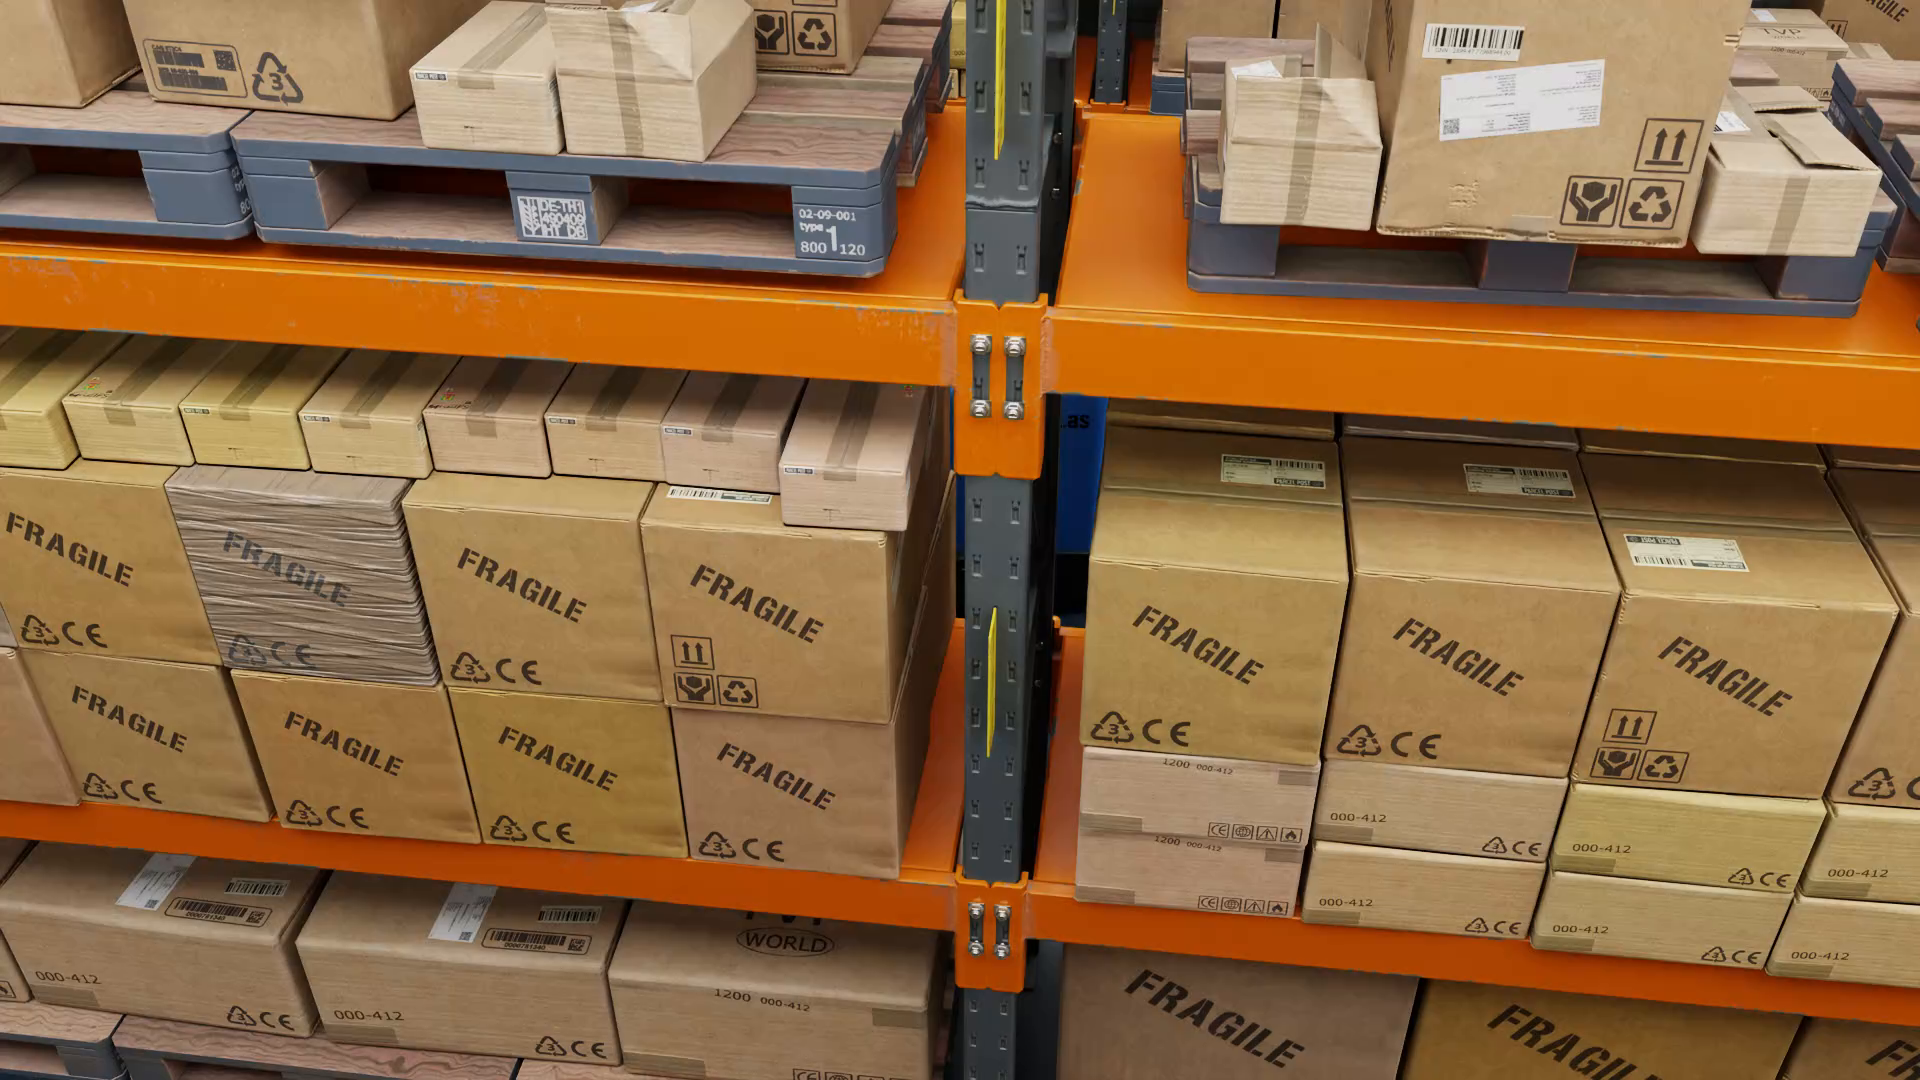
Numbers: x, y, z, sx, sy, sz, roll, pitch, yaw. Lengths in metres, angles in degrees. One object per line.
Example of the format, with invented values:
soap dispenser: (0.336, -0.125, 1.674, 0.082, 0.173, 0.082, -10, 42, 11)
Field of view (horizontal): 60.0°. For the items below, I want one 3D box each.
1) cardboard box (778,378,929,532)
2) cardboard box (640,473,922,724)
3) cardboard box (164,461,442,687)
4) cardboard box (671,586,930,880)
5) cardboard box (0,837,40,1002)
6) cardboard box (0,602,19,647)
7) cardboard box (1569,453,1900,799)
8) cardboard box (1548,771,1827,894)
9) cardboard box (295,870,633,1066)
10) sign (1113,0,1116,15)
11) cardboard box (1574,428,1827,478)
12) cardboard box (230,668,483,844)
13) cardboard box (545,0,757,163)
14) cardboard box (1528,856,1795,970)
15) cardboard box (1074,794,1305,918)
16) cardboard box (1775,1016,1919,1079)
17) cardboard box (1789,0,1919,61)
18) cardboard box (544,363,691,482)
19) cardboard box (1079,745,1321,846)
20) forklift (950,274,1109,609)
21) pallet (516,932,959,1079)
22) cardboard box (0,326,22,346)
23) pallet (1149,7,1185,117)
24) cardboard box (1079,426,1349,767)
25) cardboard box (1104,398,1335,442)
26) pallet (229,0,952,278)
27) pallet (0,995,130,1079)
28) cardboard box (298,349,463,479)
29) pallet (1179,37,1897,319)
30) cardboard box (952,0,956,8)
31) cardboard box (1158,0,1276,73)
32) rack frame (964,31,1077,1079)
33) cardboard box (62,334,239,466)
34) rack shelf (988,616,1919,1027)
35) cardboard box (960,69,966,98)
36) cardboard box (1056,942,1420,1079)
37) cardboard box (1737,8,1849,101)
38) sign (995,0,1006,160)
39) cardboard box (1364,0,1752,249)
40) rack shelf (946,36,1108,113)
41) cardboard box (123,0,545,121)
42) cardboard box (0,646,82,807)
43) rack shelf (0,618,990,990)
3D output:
cardboard box: (-0.211, -0.189, 3.428, 0.250, 0.149, 0.380, 4, 36, 5)
cardboard box: (-0.368, 0.038, 3.668, 0.500, 0.500, 0.500, 4, 36, 6)
cardboard box: (-1.377, -0.036, 3.772, 0.500, 0.500, 0.500, 5, 36, 7)
cardboard box: (-0.358, 0.434, 3.974, 0.500, 0.500, 0.500, 5, 36, 6)
cardboard box: (-3.165, 0.929, 5.210, 0.875, 0.438, 0.875, 3, 36, 4)
cardboard box: (-2.368, -0.114, 3.882, 0.500, 0.500, 0.500, 4, 36, 6)
cardboard box: (1.540, 0.172, 3.479, 0.500, 0.500, 0.500, 3, 36, 5)
cardboard box: (1.553, 0.489, 3.681, 0.500, 0.250, 0.500, 5, 36, 7)
cardboard box: (-1.362, 1.059, 5.027, 0.875, 0.438, 0.875, 3, 36, 5)
sign: (0.702, -2.538, 7.478, 0.005, 0.325, 0.100, 4, 36, 6)
cardboard box: (1.624, -0.115, 3.882, 0.500, 0.500, 0.500, 5, 36, 7)
cardboard box: (-1.369, 0.370, 4.063, 0.500, 0.500, 0.500, 4, 36, 5)
cardboard box: (-0.540, -0.879, 2.986, 0.258, 0.266, 0.396, 5, 36, 7)
cardboard box: (1.557, 0.692, 3.827, 0.500, 0.250, 0.500, 4, 36, 6)
cardboard box: (0.538, 0.607, 3.946, 0.500, 0.250, 0.500, 3, 36, 5)
cardboard box: (2.543, 1.184, 4.476, 0.875, 0.875, 0.875, 5, 36, 7)
cardboard box: (4.240, -2.542, 7.783, 0.500, 0.500, 0.500, 6, 36, 8)
cardboard box: (-0.705, -0.296, 3.577, 0.250, 0.149, 0.380, 4, 36, 6)
cardboard box: (0.535, 0.414, 3.786, 0.500, 0.250, 0.500, 3, 36, 5)
forklift: (-0.891, -1.198, 6.405, 3.031, 2.935, 1.130, 0, 36, 0)
pallet: (-0.610, 1.395, 5.113, 1.213, 0.211, 1.003, 4, 36, 6)
cardboard box: (-2.231, -0.356, 3.661, 0.250, 0.149, 0.380, 5, 36, 6)
pallet: (1.542, -2.298, 8.054, 1.213, 0.211, 1.003, 4, 36, 6)
cardboard box: (0.535, 0.112, 3.564, 0.500, 0.500, 0.500, 5, 36, 6)
cardboard box: (0.610, -0.198, 3.998, 0.500, 0.500, 0.500, 5, 36, 7)
pallet: (-0.675, -0.890, 3.409, 1.213, 0.211, 1.003, 4, 36, 6)
pallet: (-3.030, 1.215, 5.366, 1.213, 0.211, 1.003, 4, 36, 6)
cardboard box: (-1.211, -0.302, 3.585, 0.250, 0.149, 0.380, 4, 36, 6)
pallet: (1.050, -0.742, 3.290, 1.217, 0.209, 0.805, 3, 36, 4)
cardboard box: (-0.272, -2.484, 8.022, 0.500, 0.250, 0.500, 4, 36, 6)
cardboard box: (1.215, -2.546, 7.787, 0.500, 0.500, 0.700, 5, 36, 7)
rack frame: (0.135, 0.362, 4.161, 0.127, 3.000, 1.000, 4, 36, 6)
cardboard box: (-1.717, -0.330, 3.625, 0.250, 0.149, 0.380, 4, 36, 6)
rack shelf: (2.118, 0.803, 4.163, 4.000, 0.370, 1.077, 4, 36, 6)
cardboard box: (0.154, -2.281, 8.080, 0.250, 0.149, 0.380, 5, 36, 7)
cardboard box: (0.760, 1.055, 4.657, 0.875, 0.875, 0.875, 5, 36, 7)
cardboard box: (3.643, -2.204, 7.524, 0.500, 0.250, 0.500, 3, 36, 4)
sign: (0.066, -0.782, 2.668, 0.005, 0.325, 0.100, 4, 36, 6)
cardboard box: (0.972, -0.839, 2.813, 0.500, 0.500, 0.500, 4, 36, 5)
rack shelf: (-1.220, -2.354, 8.585, 4.000, 0.370, 1.077, 4, 36, 6)
cardboard box: (-1.207, -1.194, 3.222, 0.637, 0.503, 0.797, 7, 36, 10)
cardboard box: (-2.386, 0.295, 4.168, 0.500, 0.500, 0.500, 4, 36, 6)
rack shelf: (-1.849, 0.507, 4.577, 4.000, 0.370, 1.077, 4, 36, 6)
